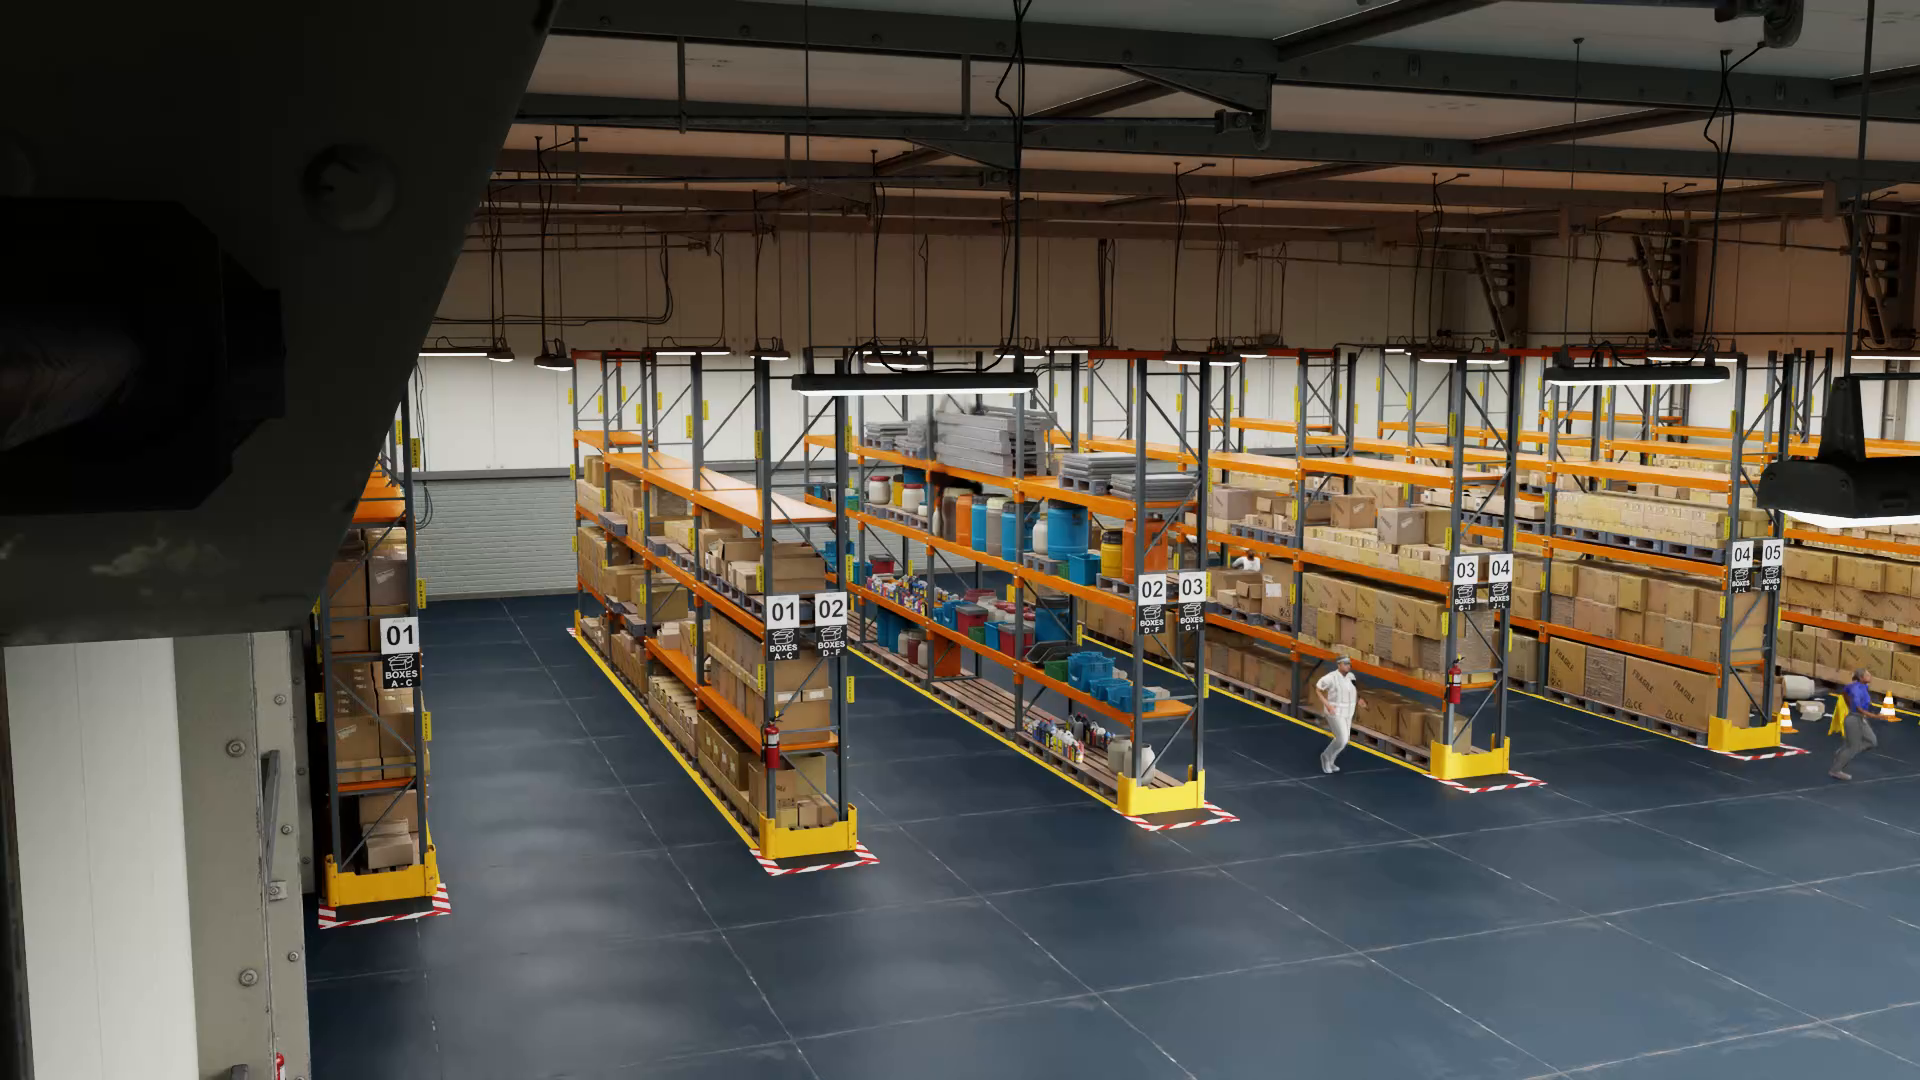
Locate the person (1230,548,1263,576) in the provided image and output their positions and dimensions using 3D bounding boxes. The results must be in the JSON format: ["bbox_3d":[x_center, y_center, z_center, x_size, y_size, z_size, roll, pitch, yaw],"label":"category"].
[{"bbox_3d":[6.220,1.009,35.729,0.663,1.848,0.785,-3,8,-24],"label":"person"}]

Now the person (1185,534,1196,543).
[{"bbox_3d":[5.598,0.413,41.309,0.680,1.683,0.669,-3,8,-22],"label":"person"}]

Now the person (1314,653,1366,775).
[{"bbox_3d":[5.496,2.504,23.919,0.640,1.766,0.640,-5,8,-32],"label":"person"}]

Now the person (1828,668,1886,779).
[{"bbox_3d":[12.791,2.599,23.663,0.678,1.610,0.601,4,8,29],"label":"person"}]
